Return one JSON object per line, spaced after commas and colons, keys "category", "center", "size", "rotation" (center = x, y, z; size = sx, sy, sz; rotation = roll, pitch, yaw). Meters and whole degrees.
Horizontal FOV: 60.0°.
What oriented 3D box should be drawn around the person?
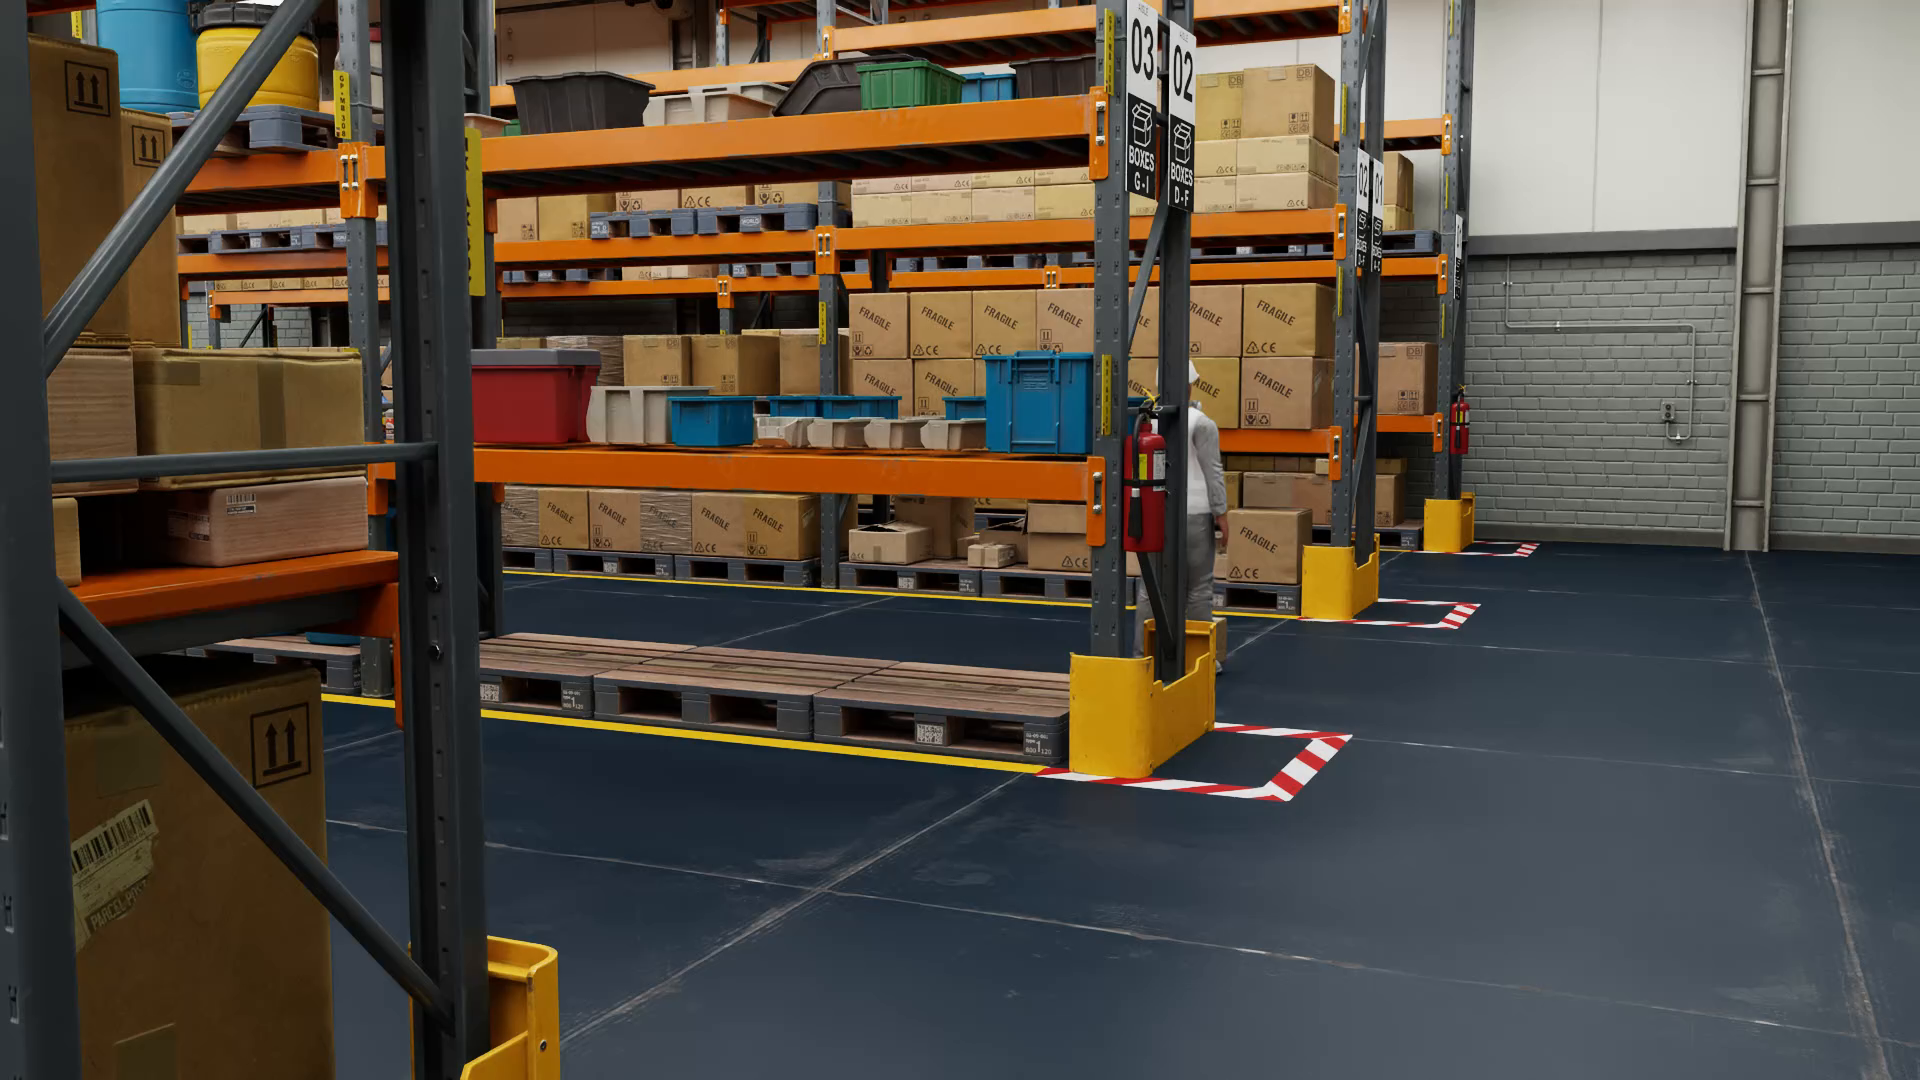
{"category": "person", "center": [1.221, -0.138, 9.216], "size": [0.569, 1.777, 0.401], "rotation": [3, 6, 32]}
